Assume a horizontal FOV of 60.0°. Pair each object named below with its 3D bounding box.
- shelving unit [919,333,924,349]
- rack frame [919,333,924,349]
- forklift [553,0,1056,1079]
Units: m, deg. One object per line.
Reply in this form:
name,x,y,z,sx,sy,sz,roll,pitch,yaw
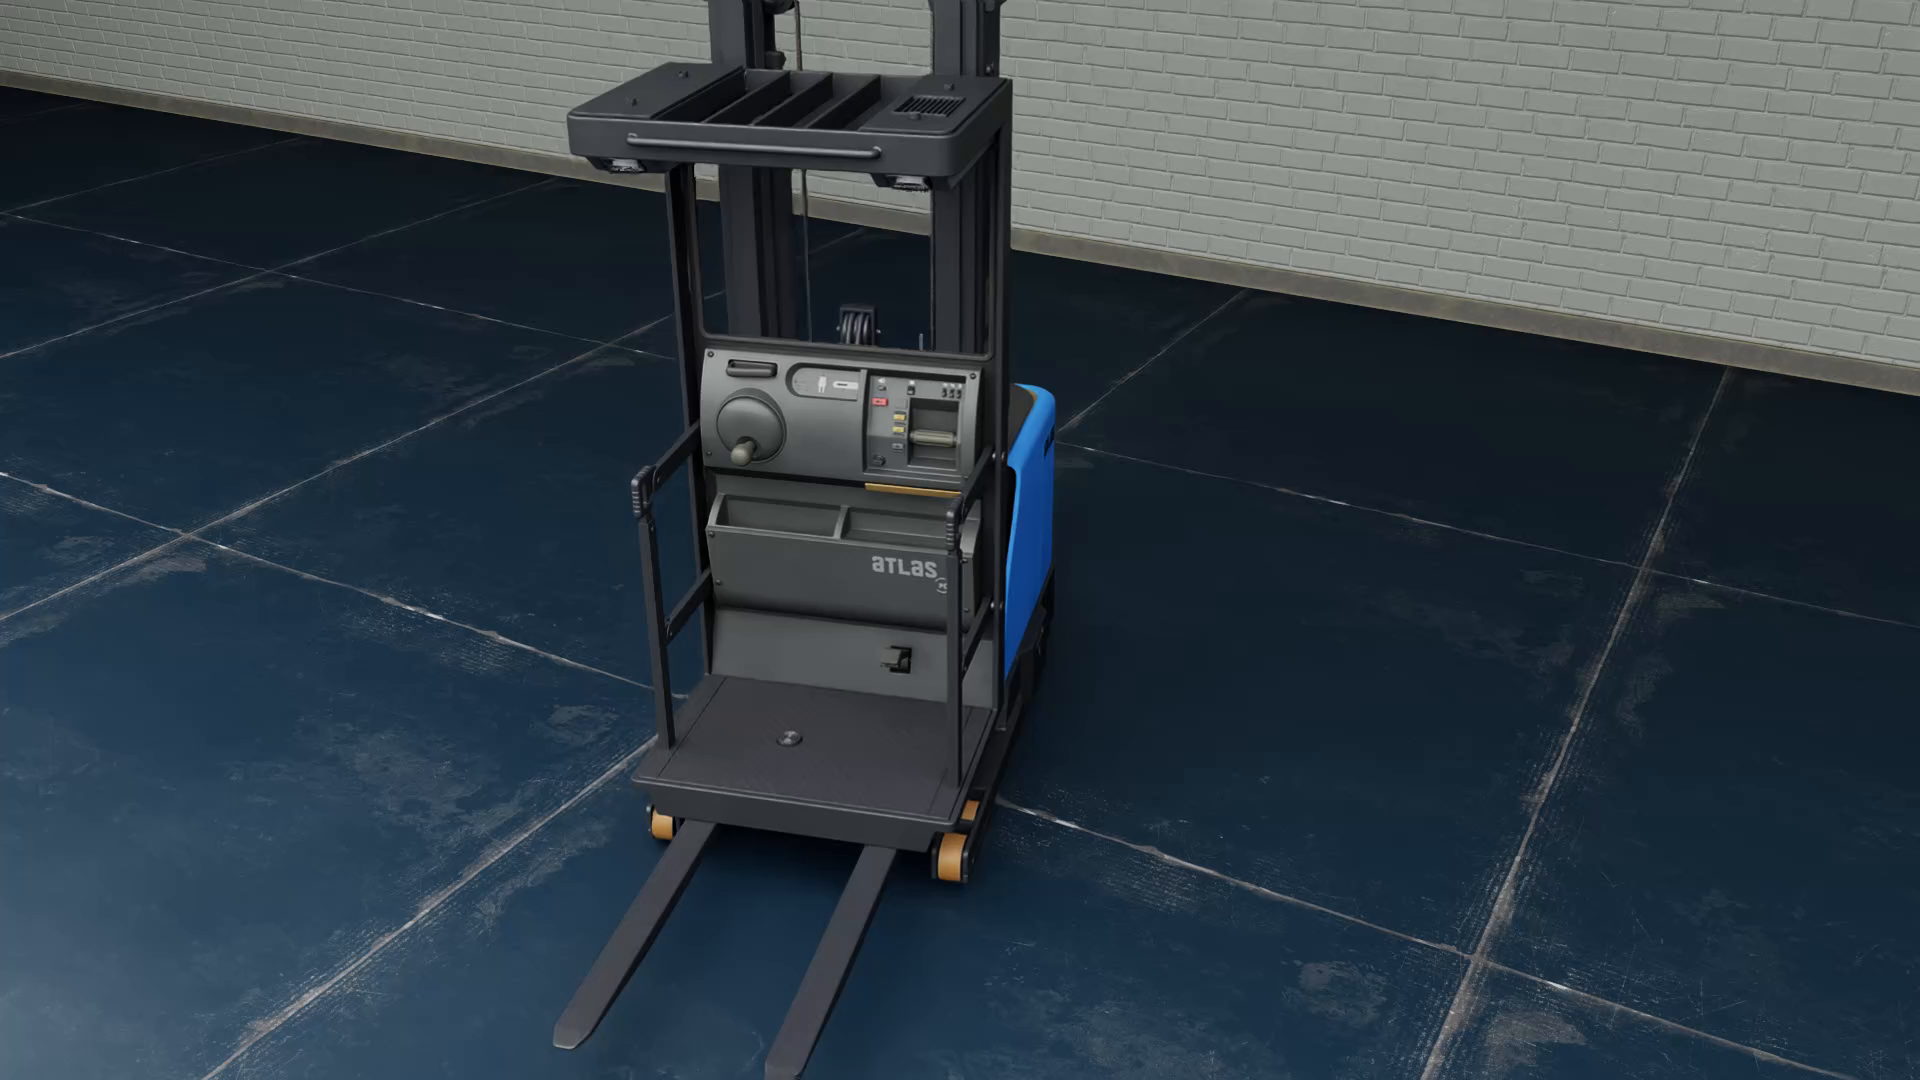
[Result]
shelving unit,-0.026,-0.449,7.473,0.215,1.050,0.252,14,30,26
rack frame,-0.086,-0.401,7.378,0.200,1.050,0.008,14,30,26
forklift,-0.440,-0.366,5.207,1.130,2.935,3.031,6,27,12
